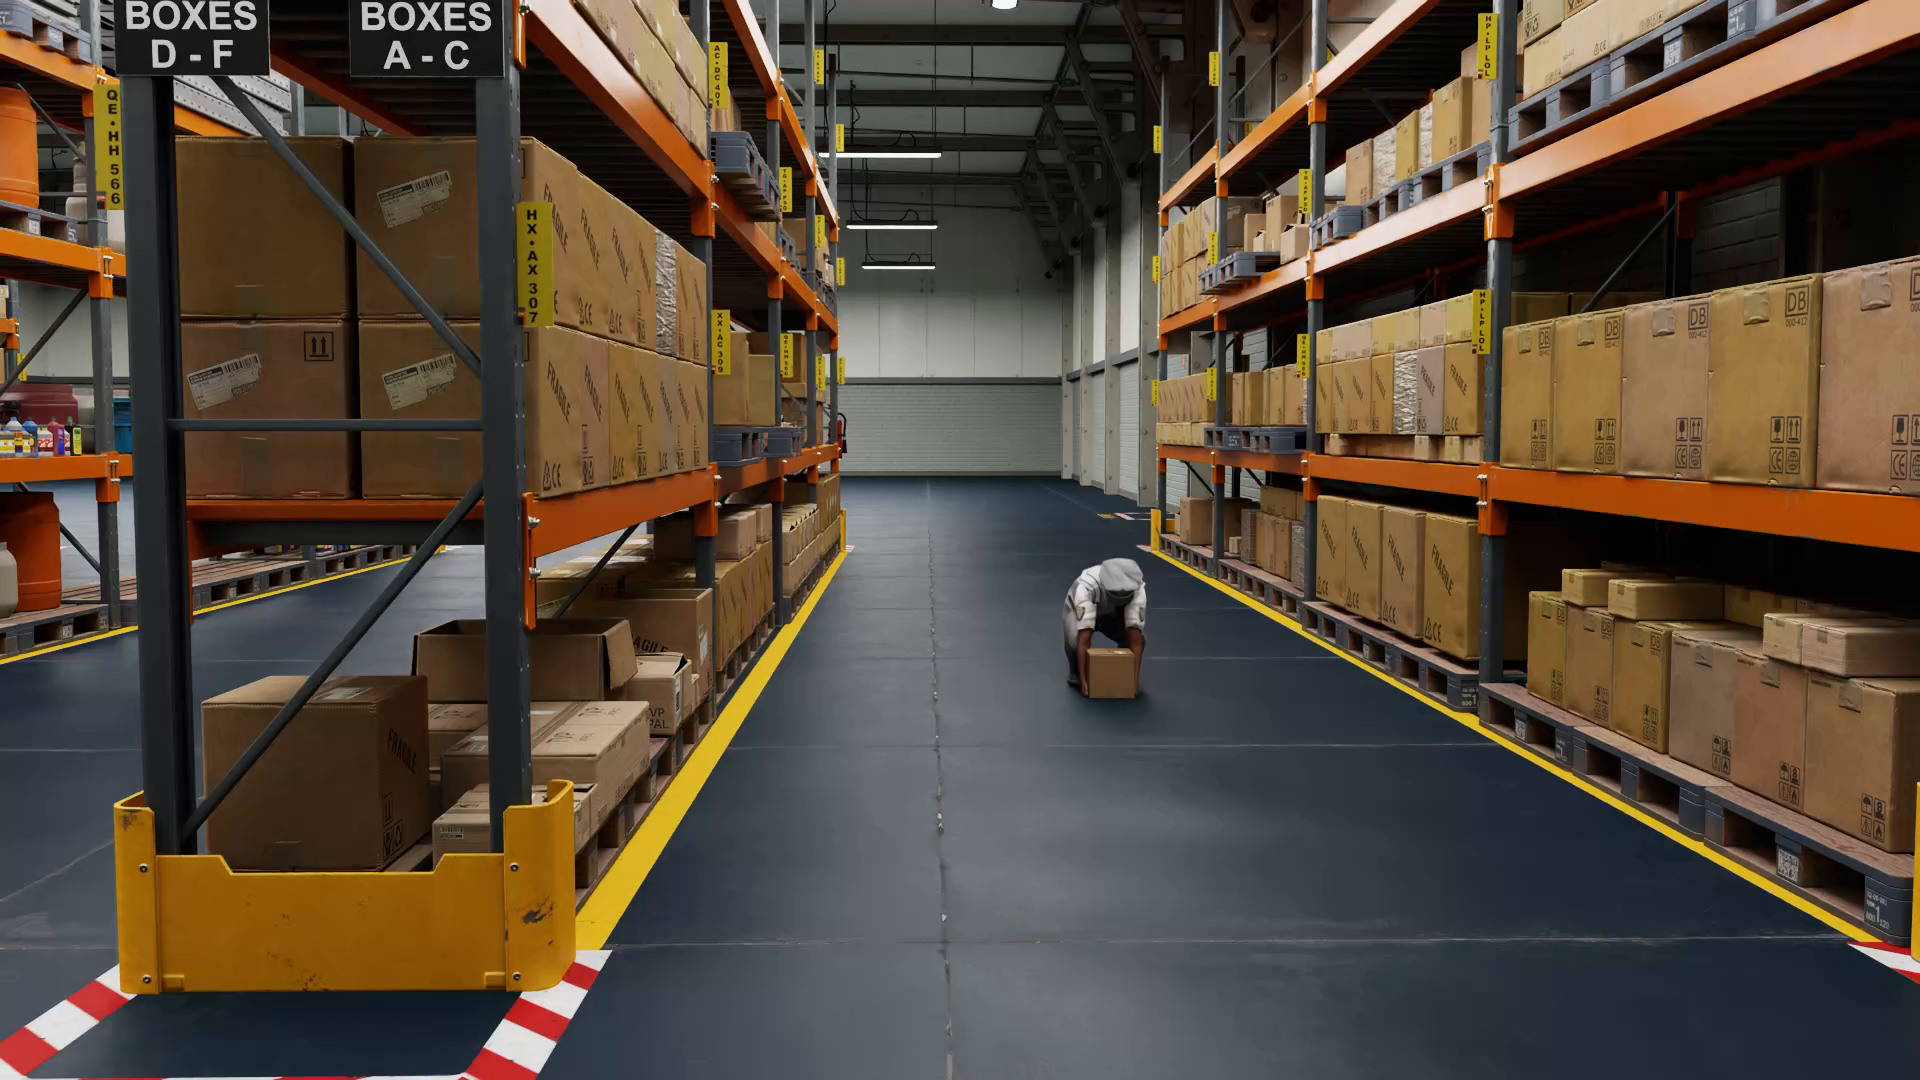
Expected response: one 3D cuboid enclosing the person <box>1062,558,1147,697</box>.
[{"bbox_3d":[0.840,0.506,9.640,0.473,0.848,0.876,0,4,-2],"label":"person"}]
